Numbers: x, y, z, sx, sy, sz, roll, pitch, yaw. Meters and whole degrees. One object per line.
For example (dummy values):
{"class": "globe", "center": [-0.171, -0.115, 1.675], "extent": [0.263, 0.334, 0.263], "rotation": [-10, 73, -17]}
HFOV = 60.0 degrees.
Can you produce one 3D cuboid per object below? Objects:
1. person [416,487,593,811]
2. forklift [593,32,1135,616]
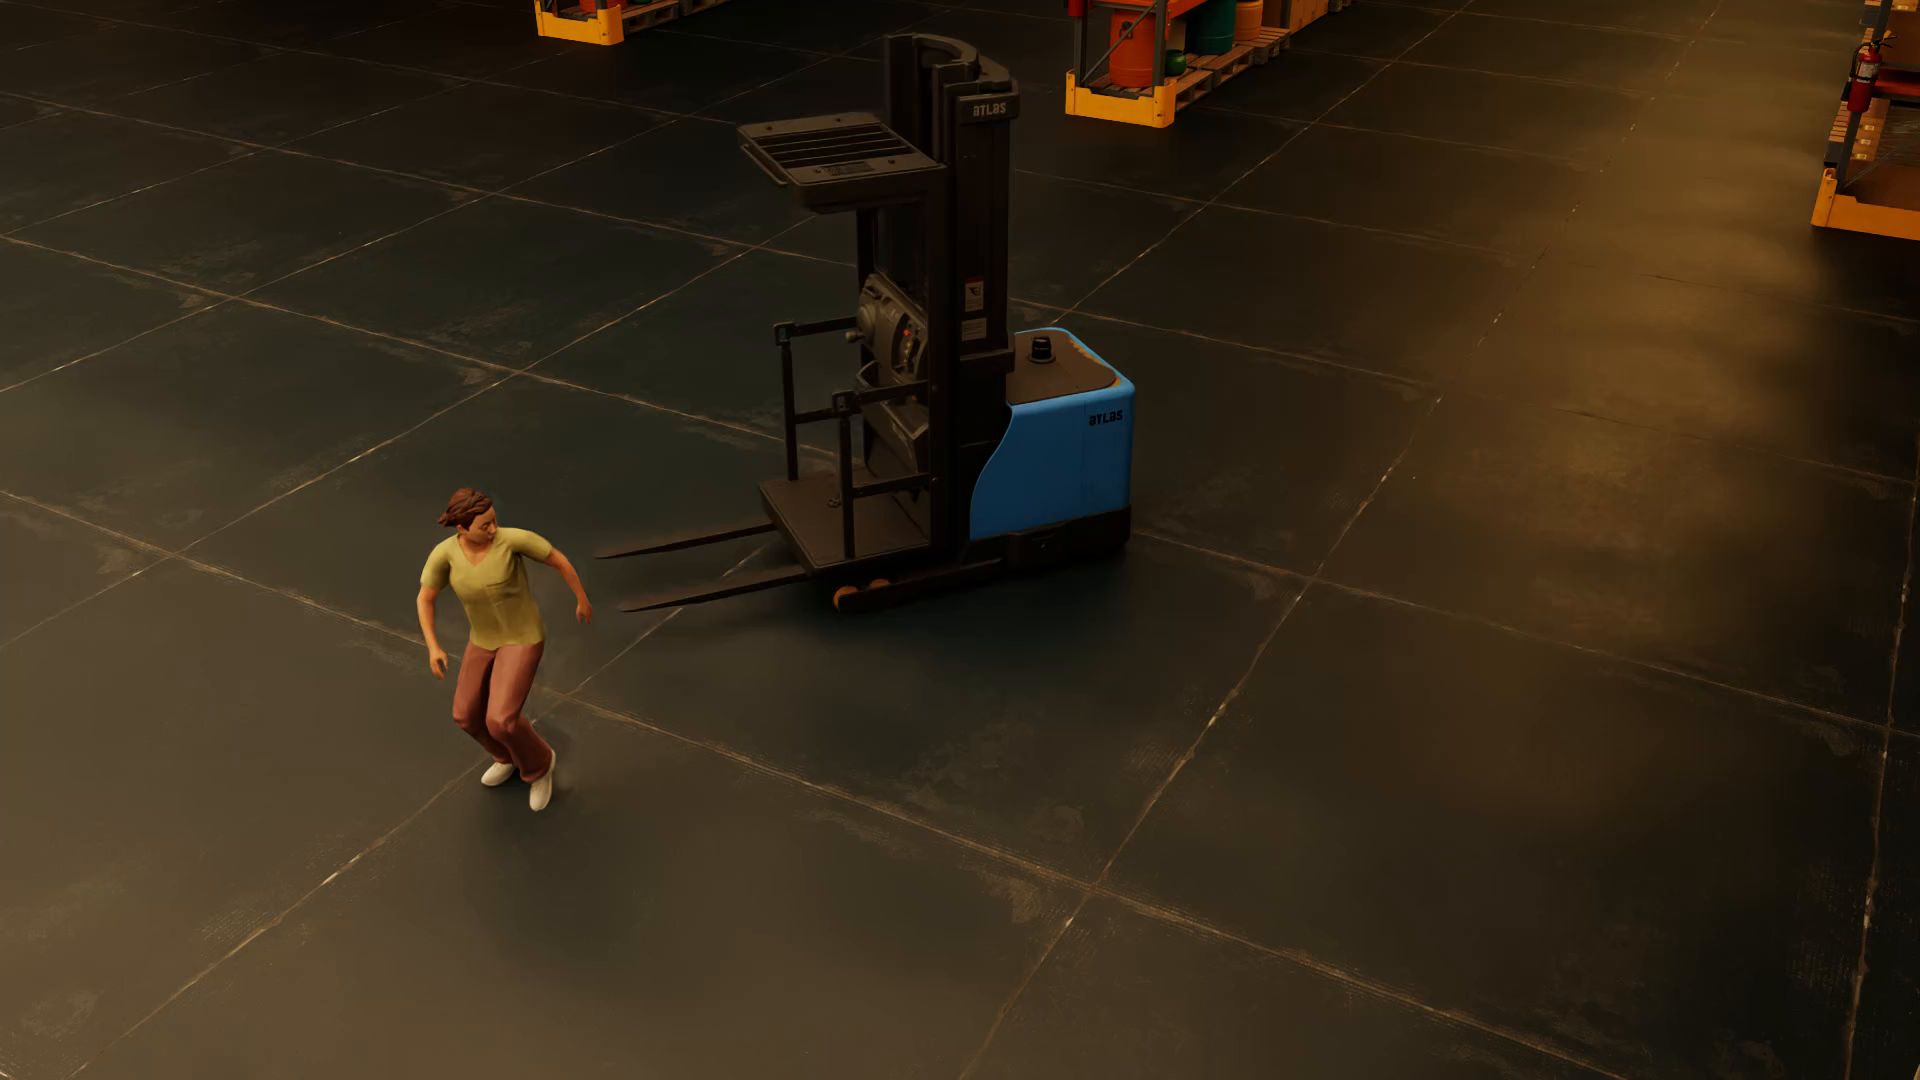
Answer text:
{"class": "person", "center": [-2.099, 0.473, 7.604], "extent": [0.632, 1.617, 0.663], "rotation": [9, 31, 16]}
{"class": "forklift", "center": [-0.559, -1.145, 9.055], "extent": [3.031, 2.935, 1.130], "rotation": [-12, 32, -20]}
